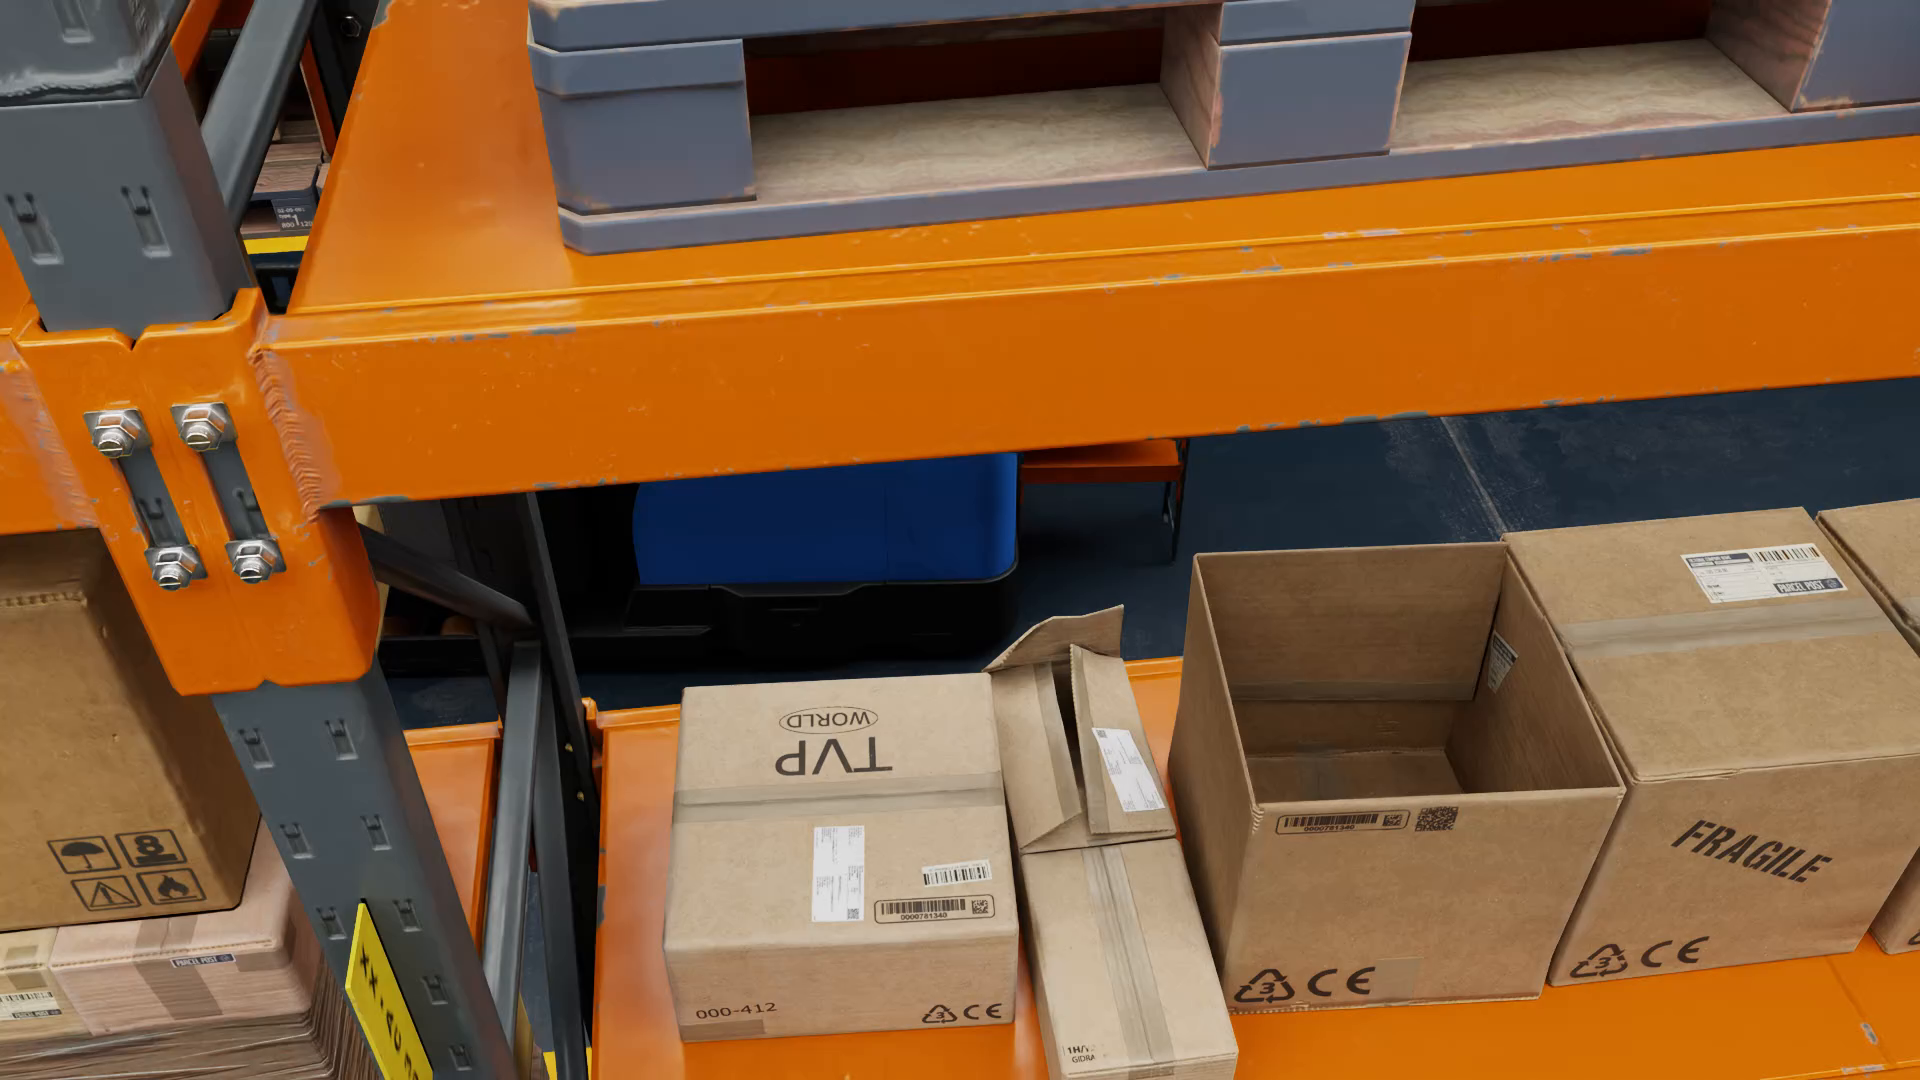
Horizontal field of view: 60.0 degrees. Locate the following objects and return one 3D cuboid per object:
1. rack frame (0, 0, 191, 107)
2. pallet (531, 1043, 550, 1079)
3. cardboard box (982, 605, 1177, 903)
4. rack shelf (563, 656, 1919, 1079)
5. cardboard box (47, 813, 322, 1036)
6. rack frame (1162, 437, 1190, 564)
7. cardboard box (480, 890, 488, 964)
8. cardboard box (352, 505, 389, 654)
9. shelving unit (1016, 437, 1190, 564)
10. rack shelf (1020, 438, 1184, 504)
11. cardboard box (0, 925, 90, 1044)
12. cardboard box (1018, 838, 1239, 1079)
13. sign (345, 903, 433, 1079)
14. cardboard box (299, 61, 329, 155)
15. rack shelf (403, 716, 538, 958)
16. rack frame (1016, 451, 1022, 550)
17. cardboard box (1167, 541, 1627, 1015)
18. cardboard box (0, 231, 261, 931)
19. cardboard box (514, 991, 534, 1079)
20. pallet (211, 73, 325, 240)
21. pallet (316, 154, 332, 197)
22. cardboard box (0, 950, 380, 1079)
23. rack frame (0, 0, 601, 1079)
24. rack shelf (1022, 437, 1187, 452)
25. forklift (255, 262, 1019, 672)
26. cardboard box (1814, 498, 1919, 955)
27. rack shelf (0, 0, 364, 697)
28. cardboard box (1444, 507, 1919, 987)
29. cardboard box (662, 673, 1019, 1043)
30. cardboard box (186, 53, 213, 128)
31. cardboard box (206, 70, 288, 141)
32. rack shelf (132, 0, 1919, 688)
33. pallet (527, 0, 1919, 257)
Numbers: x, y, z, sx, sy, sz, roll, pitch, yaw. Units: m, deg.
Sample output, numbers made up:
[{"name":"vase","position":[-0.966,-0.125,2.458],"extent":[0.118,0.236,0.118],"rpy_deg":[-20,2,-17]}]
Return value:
[{"name":"rack frame","position":[-0.665,-1.730,0.450],"extent":[0.127,3.000,1.000],"rpy_deg":[-5,42,-6]},{"name":"pallet","position":[-1.459,1.574,3.347],"extent":[1.213,0.211,1.003],"rpy_deg":[-5,42,-6]},{"name":"cardboard box","position":[0.183,0.349,2.724],"extent":[0.258,0.266,0.396],"rpy_deg":[-6,42,-7]},{"name":"rack shelf","position":[1.318,0.591,2.892],"extent":[4.000,0.370,1.077],"rpy_deg":[-5,42,-6]},{"name":"cardboard box","position":[-0.907,0.385,2.024],"extent":[0.250,0.149,0.380],"rpy_deg":[-5,42,-6]},{"name":"rack frame","position":[0.660,-0.452,4.855],"extent":[0.015,1.200,0.240],"rpy_deg":[-1,42,-1]},{"name":"cardboard box","position":[-1.165,0.916,3.174],"extent":[0.500,0.500,0.500],"rpy_deg":[-5,42,-6]},{"name":"cardboard box","position":[-0.957,0.114,2.325],"extent":[0.250,0.149,0.380],"rpy_deg":[-5,42,-6]},{"name":"shelving unit","position":[0.416,-0.448,4.851],"extent":[0.503,1.200,0.258],"rpy_deg":[-1,42,-1]},{"name":"rack shelf","position":[0.416,-0.251,5.029],"extent":[0.480,0.148,0.258],"rpy_deg":[-1,42,-1]},{"name":"cardboard box","position":[-1.152,0.406,2.002],"extent":[0.250,0.149,0.380],"rpy_deg":[-6,42,-6]},{"name":"cardboard box","position":[0.240,0.650,2.478],"extent":[0.250,0.149,0.380],"rpy_deg":[-5,42,-6]},{"name":"sign","position":[-0.592,0.515,1.734],"extent":[0.005,0.325,0.100],"rpy_deg":[-5,42,-6]},{"name":"cardboard box","position":[-2.335,-1.910,6.666],"extent":[0.500,0.500,0.500],"rpy_deg":[-8,43,-9]},{"name":"rack shelf","position":[-2.648,0.938,2.507],"extent":[4.000,0.370,1.077],"rpy_deg":[-5,42,-6]},{"name":"rack frame","position":[0.172,-0.444,4.846],"extent":[0.015,1.200,0.240],"rpy_deg":[-1,42,-1]},{"name":"cardboard box","position":[0.621,0.359,2.538],"extent":[0.500,0.500,0.500],"rpy_deg":[-2,42,-2]},{"name":"cardboard box","position":[-1.104,0.021,1.943],"extent":[0.500,0.500,0.700],"rpy_deg":[-5,42,-5]},{"name":"cardboard box","position":[-1.164,1.202,3.418],"extent":[0.500,0.250,0.500],"rpy_deg":[-5,42,-6]},{"name":"pallet","position":[-3.185,-1.567,6.829],"extent":[1.213,0.211,1.003],"rpy_deg":[-5,42,-6]},{"name":"pallet","position":[-1.972,-1.675,6.949],"extent":[1.213,0.211,1.003],"rpy_deg":[-5,42,-6]},{"name":"cardboard box","position":[-1.104,0.503,2.378],"extent":[0.500,0.500,0.700],"rpy_deg":[-6,42,-7]},{"name":"rack frame","position":[-0.665,0.498,2.459],"extent":[0.127,3.000,1.000],"rpy_deg":[-5,42,-6]},{"name":"rack shelf","position":[0.416,-0.398,4.896],"extent":[0.480,0.148,0.258],"rpy_deg":[-1,42,-1]},{"name":"forklift","position":[-1.358,-1.066,4.243],"extent":[3.031,2.935,1.130],"rpy_deg":[-1,42,-1]},{"name":"cardboard box","position":[1.640,0.270,2.637],"extent":[0.500,0.500,0.500],"rpy_deg":[-7,43,-8]},{"name":"rack shelf","position":[-2.648,-0.175,1.503],"extent":[4.000,0.370,1.077],"rpy_deg":[-5,42,-6]},{"name":"cardboard box","position":[1.118,0.315,2.586],"extent":[0.500,0.500,0.500],"rpy_deg":[-5,42,-5]},{"name":"cardboard box","position":[-0.183,0.481,2.589],"extent":[0.500,0.250,0.500],"rpy_deg":[-3,42,-3]},{"name":"cardboard box","position":[-3.280,-1.760,6.500],"extent":[0.500,0.500,0.700],"rpy_deg":[-7,43,-8]},{"name":"cardboard box","position":[-2.900,-1.771,6.774],"extent":[0.250,0.149,0.380],"rpy_deg":[-8,43,-9]},{"name":"rack shelf","position":[1.318,-0.523,1.888],"extent":[4.000,0.370,1.077],"rpy_deg":[-5,42,-6]},{"name":"pallet","position":[0.208,-0.630,1.613],"extent":[1.217,0.209,0.805],"rpy_deg":[-7,42,-7]}]
